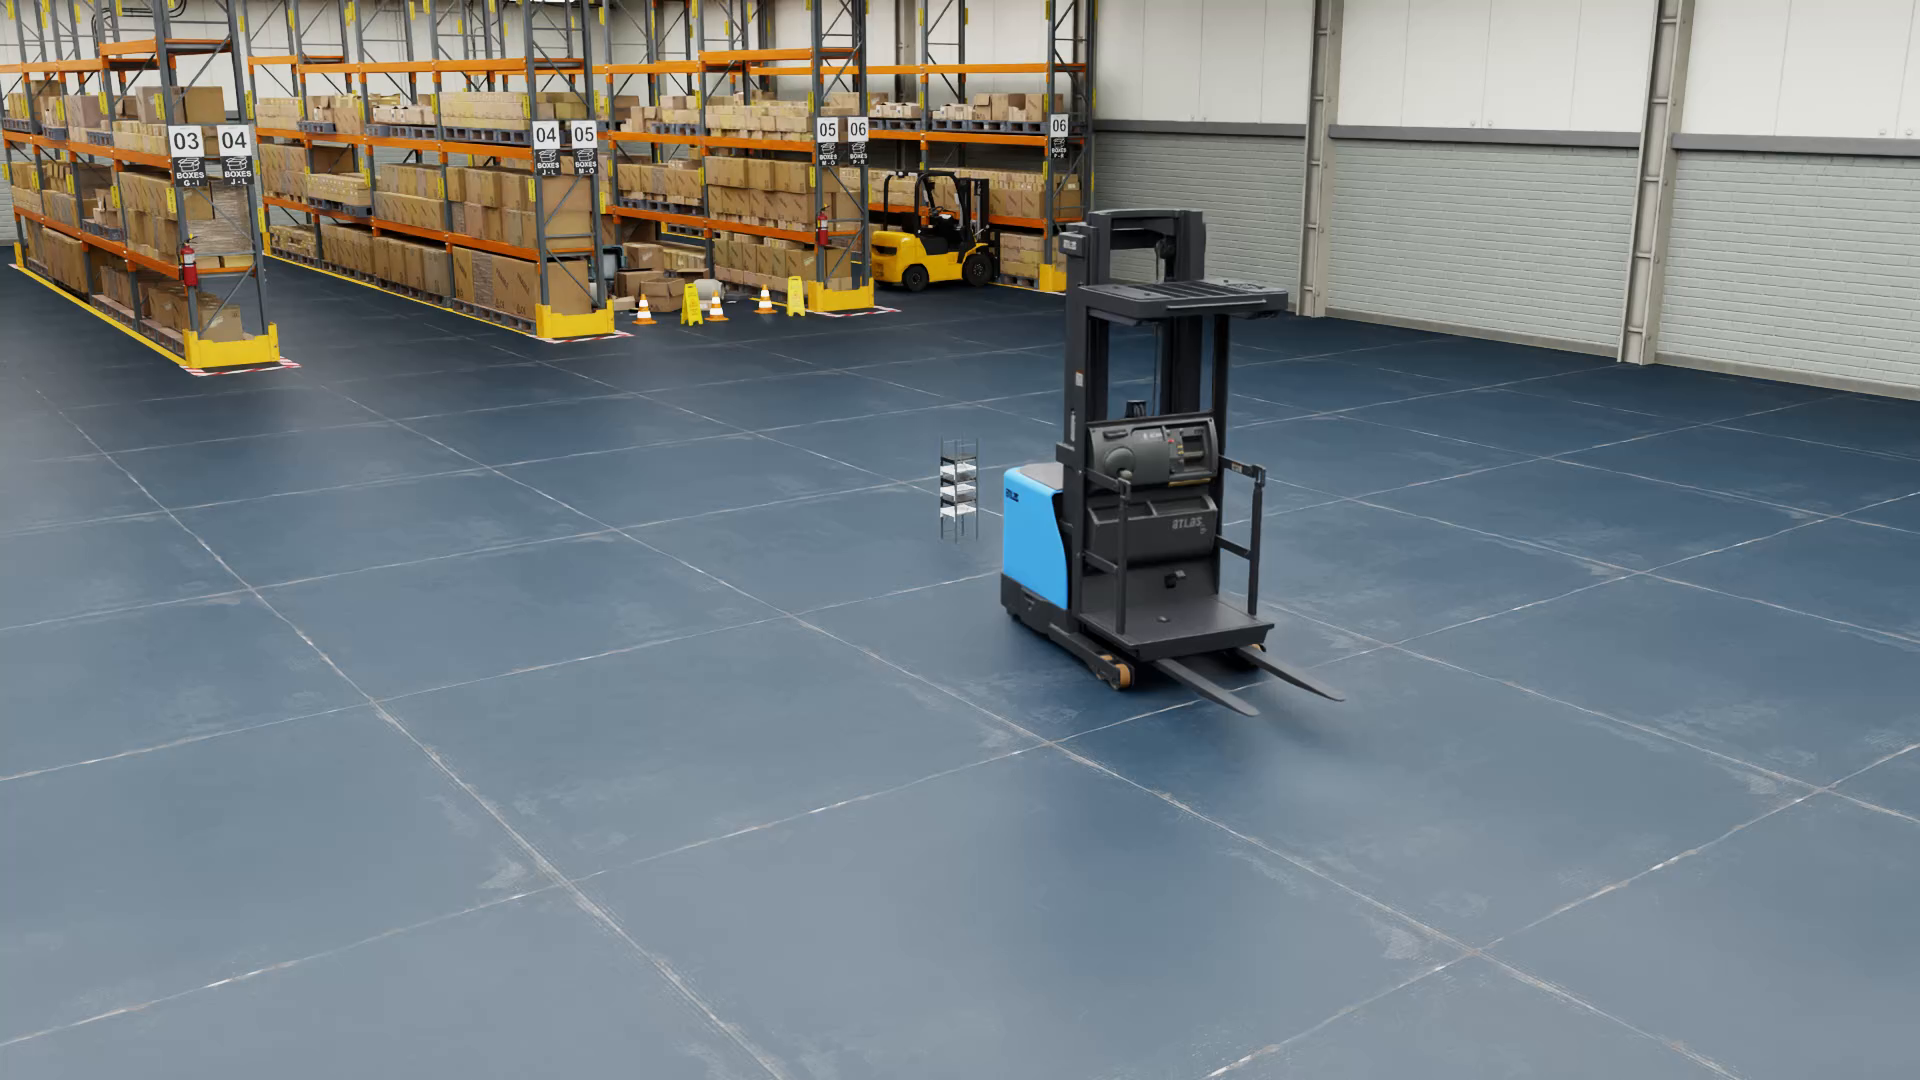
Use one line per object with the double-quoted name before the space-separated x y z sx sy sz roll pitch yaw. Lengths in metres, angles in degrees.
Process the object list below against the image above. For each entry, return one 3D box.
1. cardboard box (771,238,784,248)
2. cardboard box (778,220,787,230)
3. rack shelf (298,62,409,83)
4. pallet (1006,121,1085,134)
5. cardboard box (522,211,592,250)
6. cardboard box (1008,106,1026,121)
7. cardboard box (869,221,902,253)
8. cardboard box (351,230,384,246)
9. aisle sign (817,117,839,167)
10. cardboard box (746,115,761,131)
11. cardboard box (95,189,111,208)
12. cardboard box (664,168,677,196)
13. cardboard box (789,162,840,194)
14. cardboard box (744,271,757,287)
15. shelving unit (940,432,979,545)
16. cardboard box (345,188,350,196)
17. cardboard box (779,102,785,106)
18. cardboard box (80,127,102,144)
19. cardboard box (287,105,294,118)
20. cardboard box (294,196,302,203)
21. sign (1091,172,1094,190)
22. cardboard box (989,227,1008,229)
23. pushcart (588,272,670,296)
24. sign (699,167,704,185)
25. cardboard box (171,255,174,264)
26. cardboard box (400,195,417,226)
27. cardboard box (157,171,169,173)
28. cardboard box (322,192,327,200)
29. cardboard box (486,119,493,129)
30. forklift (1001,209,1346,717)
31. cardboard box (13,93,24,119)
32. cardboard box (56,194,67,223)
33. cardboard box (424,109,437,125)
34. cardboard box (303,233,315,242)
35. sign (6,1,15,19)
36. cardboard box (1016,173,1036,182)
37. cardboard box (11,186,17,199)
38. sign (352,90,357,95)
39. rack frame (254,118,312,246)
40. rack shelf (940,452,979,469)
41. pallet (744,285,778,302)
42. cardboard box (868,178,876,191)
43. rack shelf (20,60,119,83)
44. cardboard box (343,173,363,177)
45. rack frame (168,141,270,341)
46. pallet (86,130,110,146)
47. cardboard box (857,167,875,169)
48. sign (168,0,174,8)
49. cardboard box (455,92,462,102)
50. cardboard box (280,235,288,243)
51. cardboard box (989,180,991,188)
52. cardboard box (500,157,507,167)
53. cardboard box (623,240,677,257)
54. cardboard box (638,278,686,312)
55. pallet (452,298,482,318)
"cardboard box" -3.094 -5.224 29.243 0.380 0.149 0.250 -10 18 -34
"cardboard box" -2.938 -5.491 28.931 0.380 0.149 0.250 -10 18 -34
"rack shelf" -11.821 -9.119 32.468 1.077 0.370 4.000 -11 19 -35
"pallet" 1.621 -7.750 31.196 1.003 0.211 1.213 -11 19 -35
"cardboard box" -6.196 -4.775 25.554 0.875 0.550 0.550 -11 19 -35
"cardboard box" 1.134 -8.008 31.240 0.396 0.266 0.258 -11 19 -34
"cardboard box" -1.545 -6.539 35.989 0.875 0.625 0.625 -12 19 -37
"cardboard box" -11.565 -5.908 32.500 0.500 0.250 0.500 -11 19 -34
"aisle sign" -2.195 -6.616 27.640 0.394 0.787 0.004 -11 19 -35
"cardboard box" -3.418 -7.330 29.215 0.500 0.250 0.500 -11 19 -34
"cardboard box" -14.367 -5.732 28.351 0.500 0.500 0.500 -14 21 -41
"cardboard box" -5.397 -6.948 32.232 0.500 0.500 0.500 -10 18 -33
"cardboard box" -2.474 -6.169 28.287 0.700 0.500 0.500 -11 19 -36
"cardboard box" -3.583 -4.757 30.189 0.500 0.250 0.500 -11 19 -35
"shelving unit" -0.005 -0.436 13.964 0.258 0.900 0.210 -11 19 -35
"cardboard box" -11.619 -6.710 32.029 0.380 0.149 0.250 -10 18 -33
"cardboard box" -3.892 -9.914 37.900 0.380 0.149 0.250 -11 19 -34
"cardboard box" -14.034 -6.607 27.134 0.500 0.250 0.500 -10 18 -33
"cardboard box" -13.771 -8.980 34.859 0.500 0.250 0.500 -12 19 -37
"cardboard box" -14.018 -7.313 35.587 0.380 0.149 0.250 -12 19 -37
"sign" 2.469 -6.732 31.200 0.100 0.325 0.005 -11 19 -35
"cardboard box" 0.707 -6.113 33.247 0.500 0.250 0.500 -11 19 -34
"pushcart" -6.163 -4.645 30.331 0.936 0.377 1.648 10 18 33
"sign" -4.795 -6.746 30.847 0.100 0.325 0.005 -11 19 -35
"cardboard box" -10.817 -3.944 23.280 0.380 0.149 0.250 -11 19 -35
"cardboard box" -9.711 -5.926 29.857 0.500 0.500 0.500 -11 19 -35
"cardboard box" -11.877 -5.356 25.318 0.500 0.500 0.500 -11 19 -35
"cardboard box" -12.529 -6.898 33.277 0.380 0.149 0.250 -12 19 -37
"cardboard box" -7.158 -6.496 25.938 0.380 0.149 0.250 -11 19 -34
"forklift" 1.359 -0.589 10.677 1.130 2.935 3.031 -7 17 -23
"cardboard box" -18.495 -8.700 33.323 0.700 0.500 0.500 -12 20 -38
"cardboard box" -16.102 -6.032 30.242 0.500 0.500 0.500 -10 18 -33
"cardboard box" -8.838 -7.235 28.447 0.500 0.250 0.500 -11 19 -34
"cardboard box" -13.751 -6.443 35.412 0.380 0.149 0.250 -11 19 -35
"sign" -17.532 -9.784 30.707 0.100 0.325 0.005 -11 19 -35
"cardboard box" 1.289 -6.839 31.400 0.380 0.149 0.250 -10 18 -33
"cardboard box" -19.356 -7.225 34.512 0.500 0.250 0.500 -11 19 -36
"sign" -12.550 -9.165 34.474 0.100 0.325 0.005 -11 19 -35
"rack frame" -15.349 -8.047 37.793 1.000 3.000 0.127 -11 19 -35
"rack shelf" -0.005 -0.664 13.901 0.258 0.077 0.200 -11 19 -35
"pallet" -3.204 -4.530 30.229 1.003 0.211 1.213 -11 19 -35
"cardboard box" -1.717 -7.609 35.531 0.500 0.250 0.500 -11 19 -34
"rack shelf" -15.892 -8.371 29.734 1.077 0.370 4.000 -11 19 -35
"cardboard box" -12.444 -7.448 34.160 0.380 0.149 0.250 -12 19 -36
"rack frame" -10.013 -3.882 22.576 1.000 3.000 0.127 -11 19 -35
"pallet" -13.254 -6.461 26.675 1.213 0.211 1.003 -11 19 -35
"cardboard box" -2.088 -8.184 36.877 0.380 0.149 0.250 -10 18 -33
"sign" -11.915 -8.198 25.065 0.100 0.325 0.005 -11 19 -35
"cardboard box" -7.905 -7.152 26.824 0.380 0.149 0.250 -11 19 -35
"cardboard box" -14.854 -6.688 36.873 0.380 0.149 0.250 -10 18 -33
"cardboard box" 0.738 -6.920 32.260 0.380 0.149 0.250 -11 19 -35
"cardboard box" -10.440 -8.896 38.813 0.500 0.500 0.500 -11 19 -34
"cardboard box" -6.376 -5.941 34.283 0.950 0.372 0.625 -12 20 -38
"cardboard box" -5.077 -4.198 28.461 0.637 0.503 0.797 4 16 13
"pallet" -7.909 -3.965 28.162 1.003 0.211 1.213 -11 19 -35
